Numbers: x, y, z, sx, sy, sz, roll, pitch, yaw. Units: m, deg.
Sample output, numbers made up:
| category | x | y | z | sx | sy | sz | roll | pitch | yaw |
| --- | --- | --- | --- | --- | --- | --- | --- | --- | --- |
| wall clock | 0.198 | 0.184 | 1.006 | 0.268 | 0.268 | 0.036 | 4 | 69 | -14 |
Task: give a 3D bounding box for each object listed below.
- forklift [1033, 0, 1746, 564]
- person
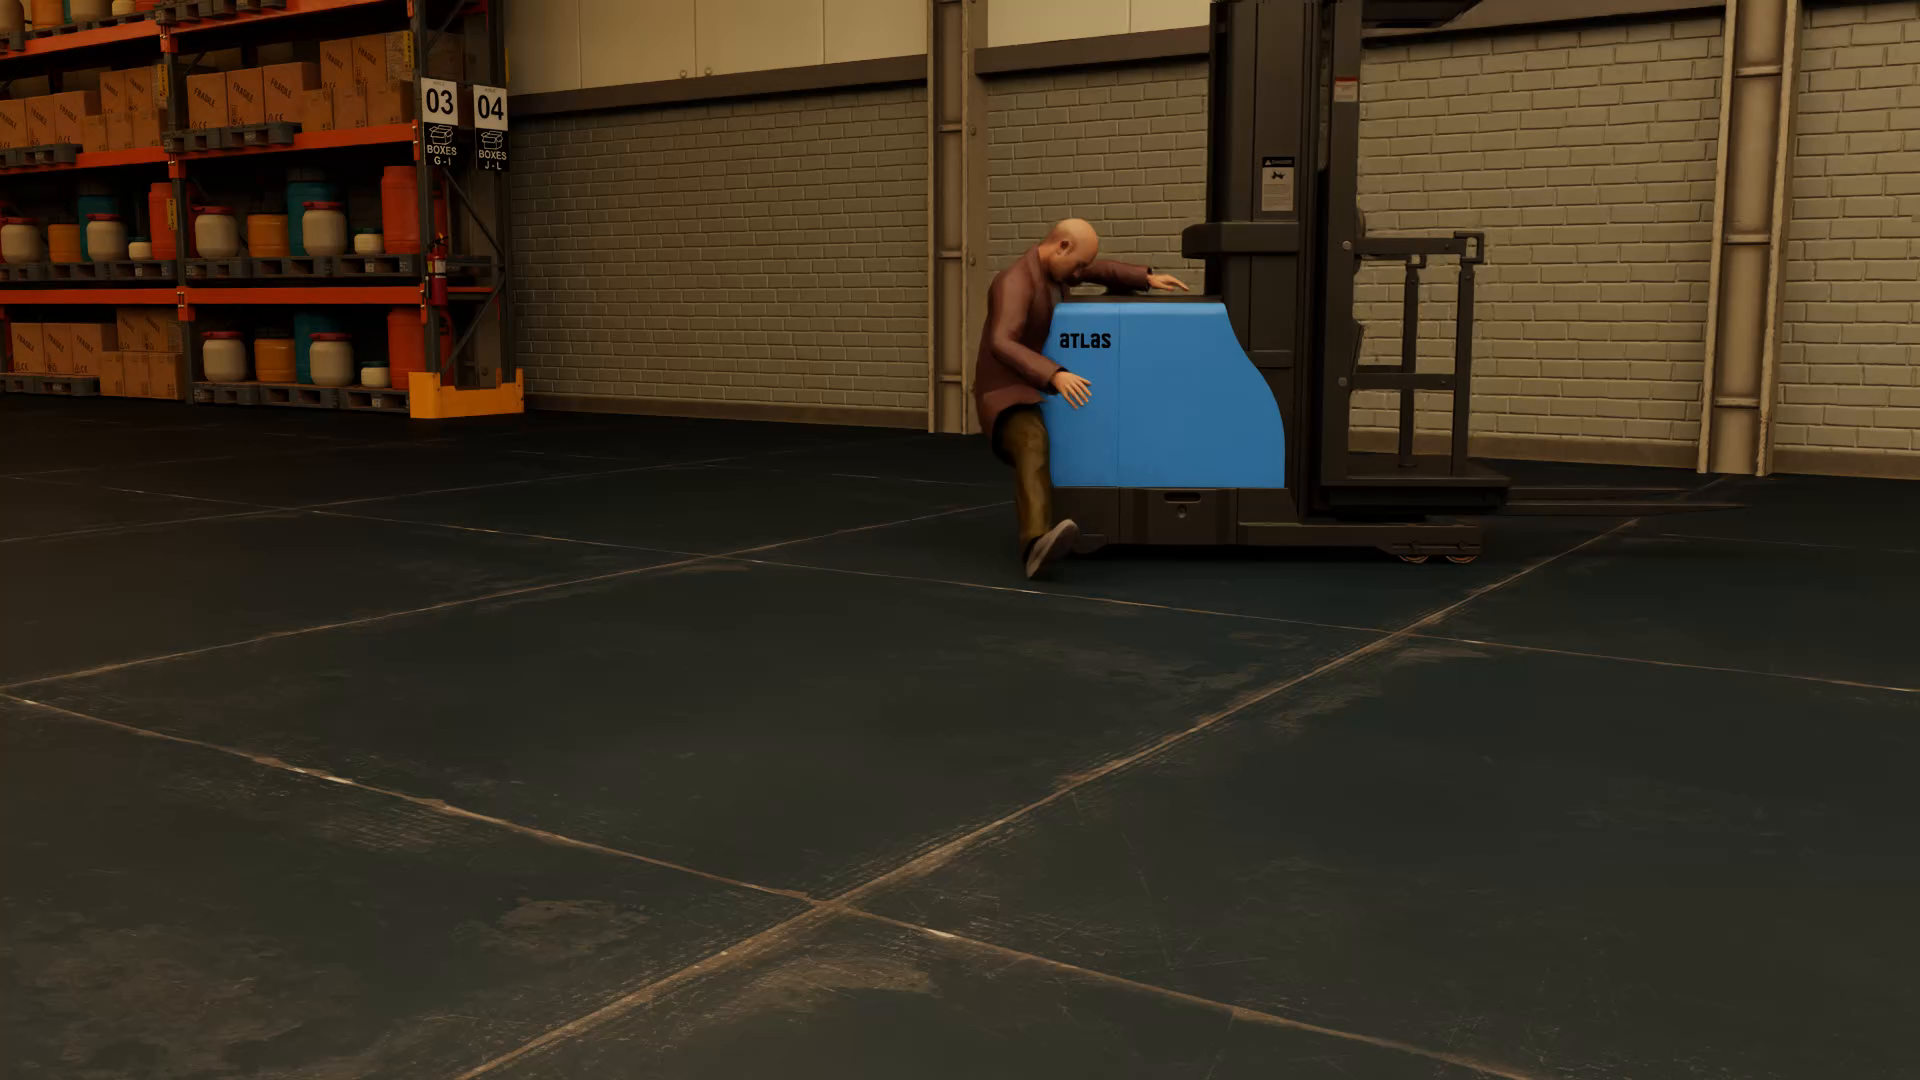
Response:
| category | x | y | z | sx | sy | sz | roll | pitch | yaw |
| --- | --- | --- | --- | --- | --- | --- | --- | --- | --- |
| forklift | 1.823 | -1.429 | 7.241 | 3.031 | 2.935 | 1.130 | 0 | 8 | 2 |
| person | 0.436 | -0.618 | 7.003 | 0.967 | 1.442 | 1.323 | 6 | 10 | 38 |
